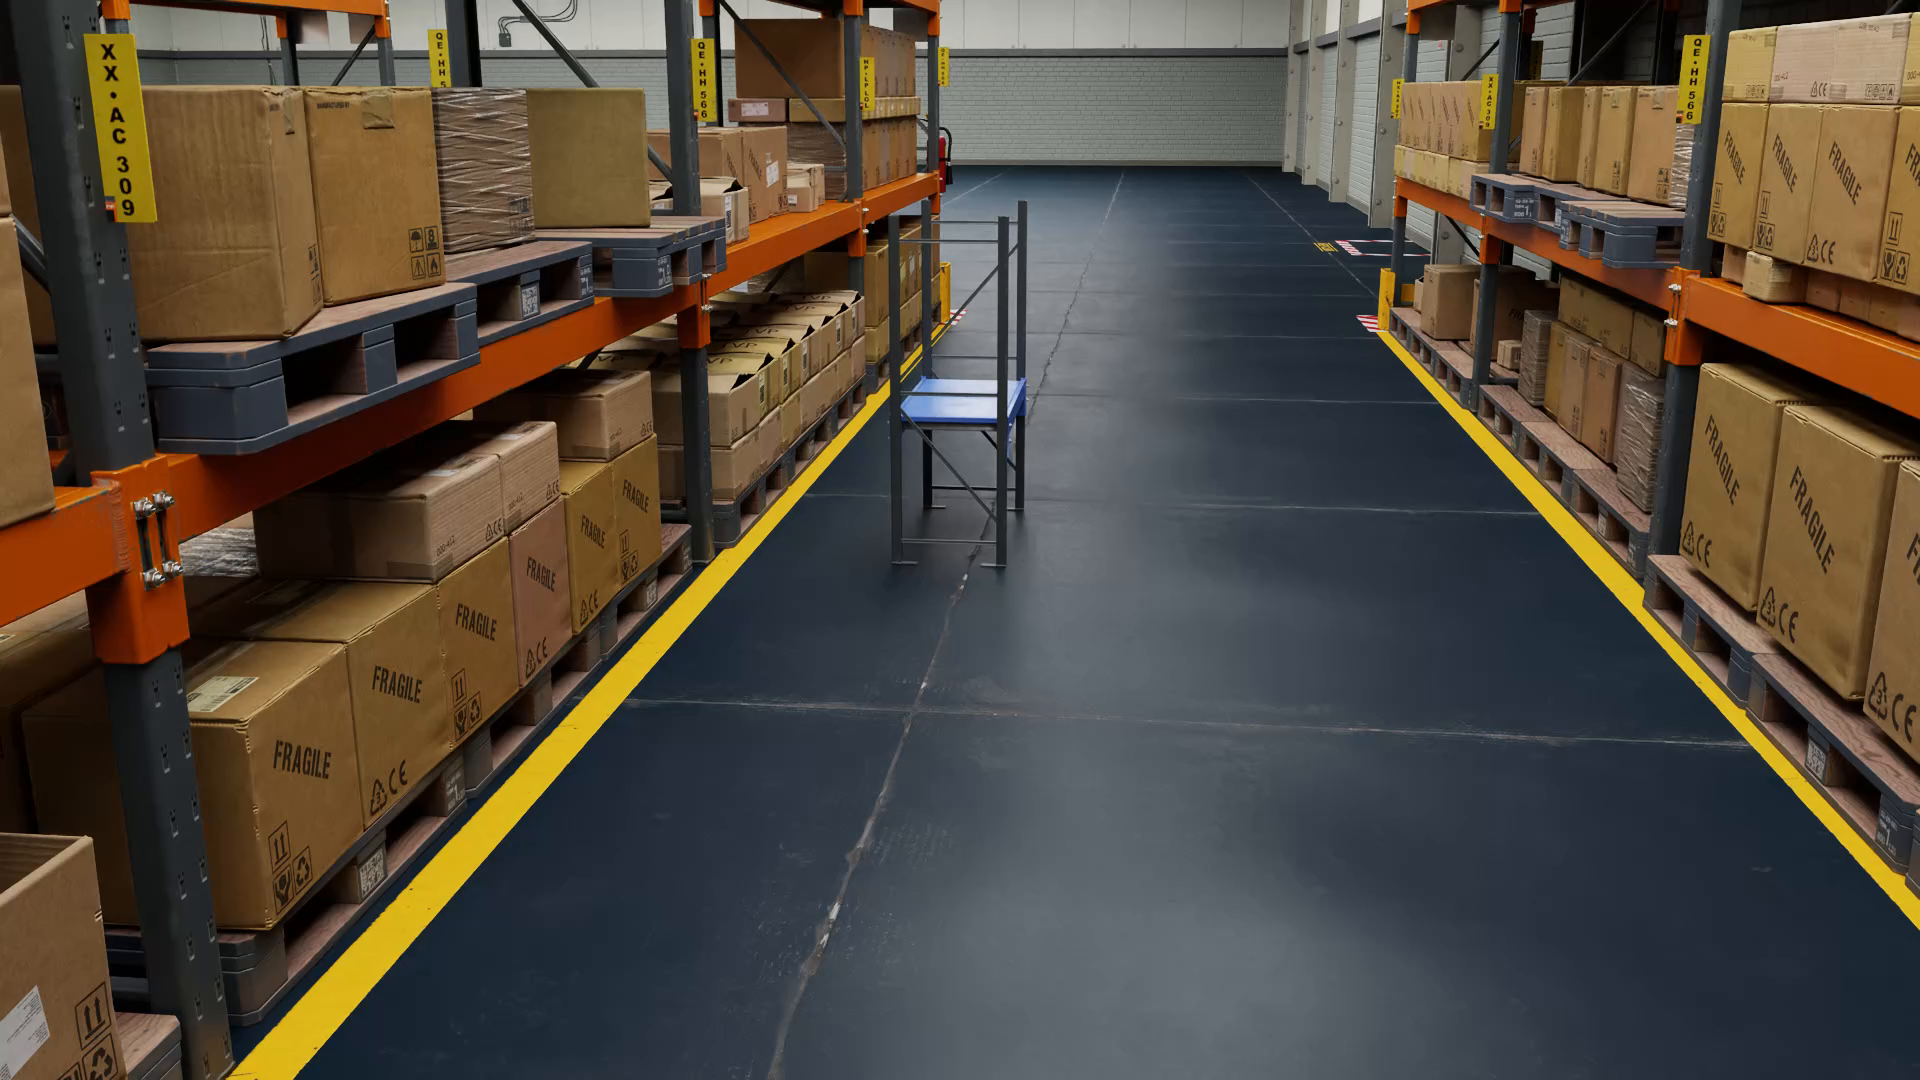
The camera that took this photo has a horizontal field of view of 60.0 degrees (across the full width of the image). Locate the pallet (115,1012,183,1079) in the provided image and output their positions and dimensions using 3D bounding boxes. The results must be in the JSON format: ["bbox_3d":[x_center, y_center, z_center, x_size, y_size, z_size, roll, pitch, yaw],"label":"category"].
[{"bbox_3d":[-2.116,1.197,2.832,1.003,0.211,1.213,2,15,6],"label":"pallet"}]

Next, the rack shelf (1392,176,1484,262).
[{"bbox_3d":[4.013,-2.429,12.276,1.077,0.370,4.000,2,15,6],"label":"rack shelf"}]

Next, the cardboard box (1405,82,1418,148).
[{"bbox_3d":[3.820,-3.351,13.121,0.500,0.500,0.500,2,15,6],"label":"cardboard box"}]

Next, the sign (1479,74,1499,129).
[{"bbox_3d":[3.247,-2.689,10.203,0.100,0.325,0.005,2,15,6],"label":"sign"}]

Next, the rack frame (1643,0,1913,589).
[{"bbox_3d":[3.336,-1.220,6.427,1.000,3.000,0.127,2,15,6],"label":"rack frame"}]

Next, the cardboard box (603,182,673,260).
[{"bbox_3d":[-1.502,-1.415,7.319,0.500,0.311,0.500,3,15,10],"label":"cardboard box"}]

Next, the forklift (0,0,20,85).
[{"bbox_3d":[-4.539,-1.242,6.639,1.130,2.935,3.031,4,16,15],"label":"forklift"}]

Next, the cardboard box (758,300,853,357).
[{"bbox_3d":[-0.948,-1.300,10.111,0.500,0.311,0.500,2,15,8],"label":"cardboard box"}]

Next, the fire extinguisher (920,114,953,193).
[{"bbox_3d":[-0.209,-3.419,14.709,0.296,0.674,0.183,2,15,6],"label":"fire extinguisher"}]

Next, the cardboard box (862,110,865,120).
[{"bbox_3d":[-0.857,-2.960,11.427,0.380,0.149,0.250,1,15,5],"label":"cardboard box"}]

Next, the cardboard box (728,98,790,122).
[{"bbox_3d":[-1.317,-2.841,10.986,0.380,0.149,0.250,2,15,6],"label":"cardboard box"}]

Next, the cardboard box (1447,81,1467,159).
[{"bbox_3d":[3.584,-2.818,11.149,0.500,0.500,0.500,2,15,6],"label":"cardboard box"}]

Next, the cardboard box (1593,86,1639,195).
[{"bbox_3d":[3.498,-1.927,8.006,0.700,0.500,0.500,2,15,6],"label":"cardboard box"}]

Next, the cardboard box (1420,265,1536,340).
[{"bbox_3d":[3.874,-1.787,12.470,0.700,0.500,0.500,1,15,3],"label":"cardboard box"}]

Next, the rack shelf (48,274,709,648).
[{"bbox_3d":[-1.812,-0.499,5.139,1.077,0.370,4.000,2,15,6],"label":"rack shelf"}]

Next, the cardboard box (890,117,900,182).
[{"bbox_3d":[-0.865,-3.102,13.197,0.700,0.500,0.500,2,15,7],"label":"cardboard box"}]

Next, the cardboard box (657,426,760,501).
[{"bbox_3d":[-1.236,-0.367,7.738,0.500,0.250,0.500,2,15,6],"label":"cardboard box"}]

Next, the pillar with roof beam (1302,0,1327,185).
[{"bbox_3d":[3.450,-12.335,36.041,9.100,9.000,0.400,2,15,6],"label":"pillar with roof beam"}]

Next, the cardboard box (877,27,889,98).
[{"bbox_3d":[-0.922,-3.583,12.488,0.700,0.500,0.500,2,15,6],"label":"cardboard box"}]

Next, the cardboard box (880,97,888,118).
[{"bbox_3d":[-0.741,-3.230,12.425,0.380,0.149,0.250,2,15,6],"label":"cardboard box"}]

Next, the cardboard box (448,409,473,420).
[{"bbox_3d":[-1.922,-0.261,6.827,0.500,0.500,0.500,2,15,9],"label":"cardboard box"}]

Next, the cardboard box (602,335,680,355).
[{"bbox_3d":[-1.660,-0.920,8.706,0.500,0.311,0.500,2,15,6],"label":"cardboard box"}]

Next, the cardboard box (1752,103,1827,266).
[{"bbox_3d":[2.958,-1.167,5.433,0.500,0.500,0.500,2,15,8],"label":"cardboard box"}]

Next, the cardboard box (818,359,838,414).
[{"bbox_3d":[-1.010,-0.898,9.699,0.500,0.250,0.500,2,15,8],"label":"cardboard box"}]

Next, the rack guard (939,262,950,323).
[{"bbox_3d":[-0.681,-2.239,14.986,1.175,0.500,0.348,2,15,6],"label":"rack guard"}]

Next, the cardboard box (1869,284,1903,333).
[{"bbox_3d":[2.951,-0.695,4.930,0.380,0.149,0.250,2,15,7],"label":"cardboard box"}]

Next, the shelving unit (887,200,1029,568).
[{"bbox_3d":[0.010,-0.746,7.548,0.538,1.500,1.048,2,15,6],"label":"shelving unit"}]

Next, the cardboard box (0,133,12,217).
[{"bbox_3d":[-1.838,-0.720,2.470,0.500,0.500,0.500,2,15,7],"label":"cardboard box"}]

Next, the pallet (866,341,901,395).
[{"bbox_3d":[-1.004,-1.261,11.922,1.003,0.211,1.213,2,15,6],"label":"pallet"}]

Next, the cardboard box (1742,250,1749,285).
[{"bbox_3d":[3.032,-0.965,5.926,0.380,0.149,0.250,2,15,7],"label":"cardboard box"}]

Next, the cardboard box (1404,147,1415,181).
[{"bbox_3d":[3.824,-2.980,13.184,0.500,0.250,0.500,1,15,5],"label":"cardboard box"}]

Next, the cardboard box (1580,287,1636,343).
[{"bbox_3d":[3.620,-1.184,8.805,0.500,0.250,0.500,1,15,5],"label":"cardboard box"}]

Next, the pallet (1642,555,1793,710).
[{"bbox_3d":[3.172,0.328,6.043,1.003,0.211,1.213,2,15,6],"label":"pallet"}]

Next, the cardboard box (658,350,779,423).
[{"bbox_3d":[-1.185,-0.775,8.169,0.500,0.311,0.500,1,15,5],"label":"cardboard box"}]

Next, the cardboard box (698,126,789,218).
[{"bbox_3d":[-1.297,-2.115,9.547,0.500,0.500,0.500,3,15,10],"label":"cardboard box"}]

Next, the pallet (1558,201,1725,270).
[{"bbox_3d":[3.311,-1.315,7.147,1.213,0.211,1.003,2,15,6],"label":"pallet"}]

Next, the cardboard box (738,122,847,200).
[{"bbox_3d":[-1.091,-2.566,11.213,0.700,0.500,0.500,1,15,5],"label":"cardboard box"}]

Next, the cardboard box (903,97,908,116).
[{"bbox_3d":[-0.625,-3.497,13.414,0.380,0.149,0.250,2,15,7],"label":"cardboard box"}]

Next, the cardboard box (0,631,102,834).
[{"bbox_3d":[-2.267,0.530,3.900,0.500,0.500,0.500,2,15,6],"label":"cardboard box"}]

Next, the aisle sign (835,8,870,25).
[{"bbox_3d":[-0.981,-4.721,14.394,0.394,0.787,0.004,2,15,6],"label":"aisle sign"}]

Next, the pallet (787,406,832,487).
[{"bbox_3d":[-1.315,-0.547,9.279,1.003,0.211,1.213,2,15,6],"label":"pallet"}]

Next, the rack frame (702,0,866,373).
[{"bbox_3d":[-1.135,-2.402,10.800,1.000,3.000,0.127,2,15,6],"label":"rack frame"}]

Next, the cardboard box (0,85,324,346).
[{"bbox_3d":[-1.762,-0.695,3.489,0.700,0.500,0.500,-3,16,-13],"label":"cardboard box"}]

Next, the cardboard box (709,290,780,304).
[{"bbox_3d":[-1.429,-1.449,10.661,0.500,0.311,0.500,2,15,6],"label":"cardboard box"}]

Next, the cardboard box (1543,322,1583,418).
[{"bbox_3d":[3.712,-0.936,9.324,0.700,0.500,0.500,1,15,5],"label":"cardboard box"}]

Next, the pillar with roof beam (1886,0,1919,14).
[{"bbox_3d":[0.065,-4.554,7.266,9.100,9.000,0.400,2,15,6],"label":"pillar with roof beam"}]

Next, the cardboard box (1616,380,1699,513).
[{"bbox_3d":[3.365,-0.414,7.392,0.700,0.500,0.500,2,15,7],"label":"cardboard box"}]

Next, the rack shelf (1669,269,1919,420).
[{"bbox_3d":[3.110,-0.354,4.603,1.077,0.370,4.000,2,15,6],"label":"rack shelf"}]

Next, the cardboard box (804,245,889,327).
[{"bbox_3d":[-0.772,-1.751,11.417,0.500,0.500,0.500,2,15,6],"label":"cardboard box"}]

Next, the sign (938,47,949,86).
[{"bbox_3d":[-0.146,-4.093,14.382,0.100,0.325,0.005,2,15,6],"label":"sign"}]

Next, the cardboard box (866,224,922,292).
[{"bbox_3d":[-0.547,-2.270,13.335,0.500,0.500,0.500,2,15,6],"label":"cardboard box"}]

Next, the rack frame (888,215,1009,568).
[{"bbox_3d":[-0.048,-0.614,7.061,0.500,1.500,0.032,2,15,6],"label":"rack frame"}]

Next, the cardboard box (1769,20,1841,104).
[{"bbox_3d":[2.969,-1.534,5.352,0.500,0.250,0.500,1,15,5],"label":"cardboard box"}]

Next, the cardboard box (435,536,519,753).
[{"bbox_3d":[-1.628,0.281,4.824,0.500,0.500,0.500,2,15,7],"label":"cardboard box"}]

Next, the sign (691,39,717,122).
[{"bbox_3d":[-1.046,-1.872,6.772,0.100,0.325,0.005,2,15,6],"label":"sign"}]

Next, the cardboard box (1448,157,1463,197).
[{"bbox_3d":[3.604,-2.455,11.245,0.500,0.250,0.500,2,15,7],"label":"cardboard box"}]

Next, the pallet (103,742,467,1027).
[{"bbox_3d":[-1.984,0.807,4.275,1.003,0.211,1.213,2,15,6],"label":"pallet"}]

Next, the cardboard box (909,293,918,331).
[{"bbox_3d":[-0.608,-1.778,12.954,0.500,0.250,0.500,2,15,6],"label":"cardboard box"}]
